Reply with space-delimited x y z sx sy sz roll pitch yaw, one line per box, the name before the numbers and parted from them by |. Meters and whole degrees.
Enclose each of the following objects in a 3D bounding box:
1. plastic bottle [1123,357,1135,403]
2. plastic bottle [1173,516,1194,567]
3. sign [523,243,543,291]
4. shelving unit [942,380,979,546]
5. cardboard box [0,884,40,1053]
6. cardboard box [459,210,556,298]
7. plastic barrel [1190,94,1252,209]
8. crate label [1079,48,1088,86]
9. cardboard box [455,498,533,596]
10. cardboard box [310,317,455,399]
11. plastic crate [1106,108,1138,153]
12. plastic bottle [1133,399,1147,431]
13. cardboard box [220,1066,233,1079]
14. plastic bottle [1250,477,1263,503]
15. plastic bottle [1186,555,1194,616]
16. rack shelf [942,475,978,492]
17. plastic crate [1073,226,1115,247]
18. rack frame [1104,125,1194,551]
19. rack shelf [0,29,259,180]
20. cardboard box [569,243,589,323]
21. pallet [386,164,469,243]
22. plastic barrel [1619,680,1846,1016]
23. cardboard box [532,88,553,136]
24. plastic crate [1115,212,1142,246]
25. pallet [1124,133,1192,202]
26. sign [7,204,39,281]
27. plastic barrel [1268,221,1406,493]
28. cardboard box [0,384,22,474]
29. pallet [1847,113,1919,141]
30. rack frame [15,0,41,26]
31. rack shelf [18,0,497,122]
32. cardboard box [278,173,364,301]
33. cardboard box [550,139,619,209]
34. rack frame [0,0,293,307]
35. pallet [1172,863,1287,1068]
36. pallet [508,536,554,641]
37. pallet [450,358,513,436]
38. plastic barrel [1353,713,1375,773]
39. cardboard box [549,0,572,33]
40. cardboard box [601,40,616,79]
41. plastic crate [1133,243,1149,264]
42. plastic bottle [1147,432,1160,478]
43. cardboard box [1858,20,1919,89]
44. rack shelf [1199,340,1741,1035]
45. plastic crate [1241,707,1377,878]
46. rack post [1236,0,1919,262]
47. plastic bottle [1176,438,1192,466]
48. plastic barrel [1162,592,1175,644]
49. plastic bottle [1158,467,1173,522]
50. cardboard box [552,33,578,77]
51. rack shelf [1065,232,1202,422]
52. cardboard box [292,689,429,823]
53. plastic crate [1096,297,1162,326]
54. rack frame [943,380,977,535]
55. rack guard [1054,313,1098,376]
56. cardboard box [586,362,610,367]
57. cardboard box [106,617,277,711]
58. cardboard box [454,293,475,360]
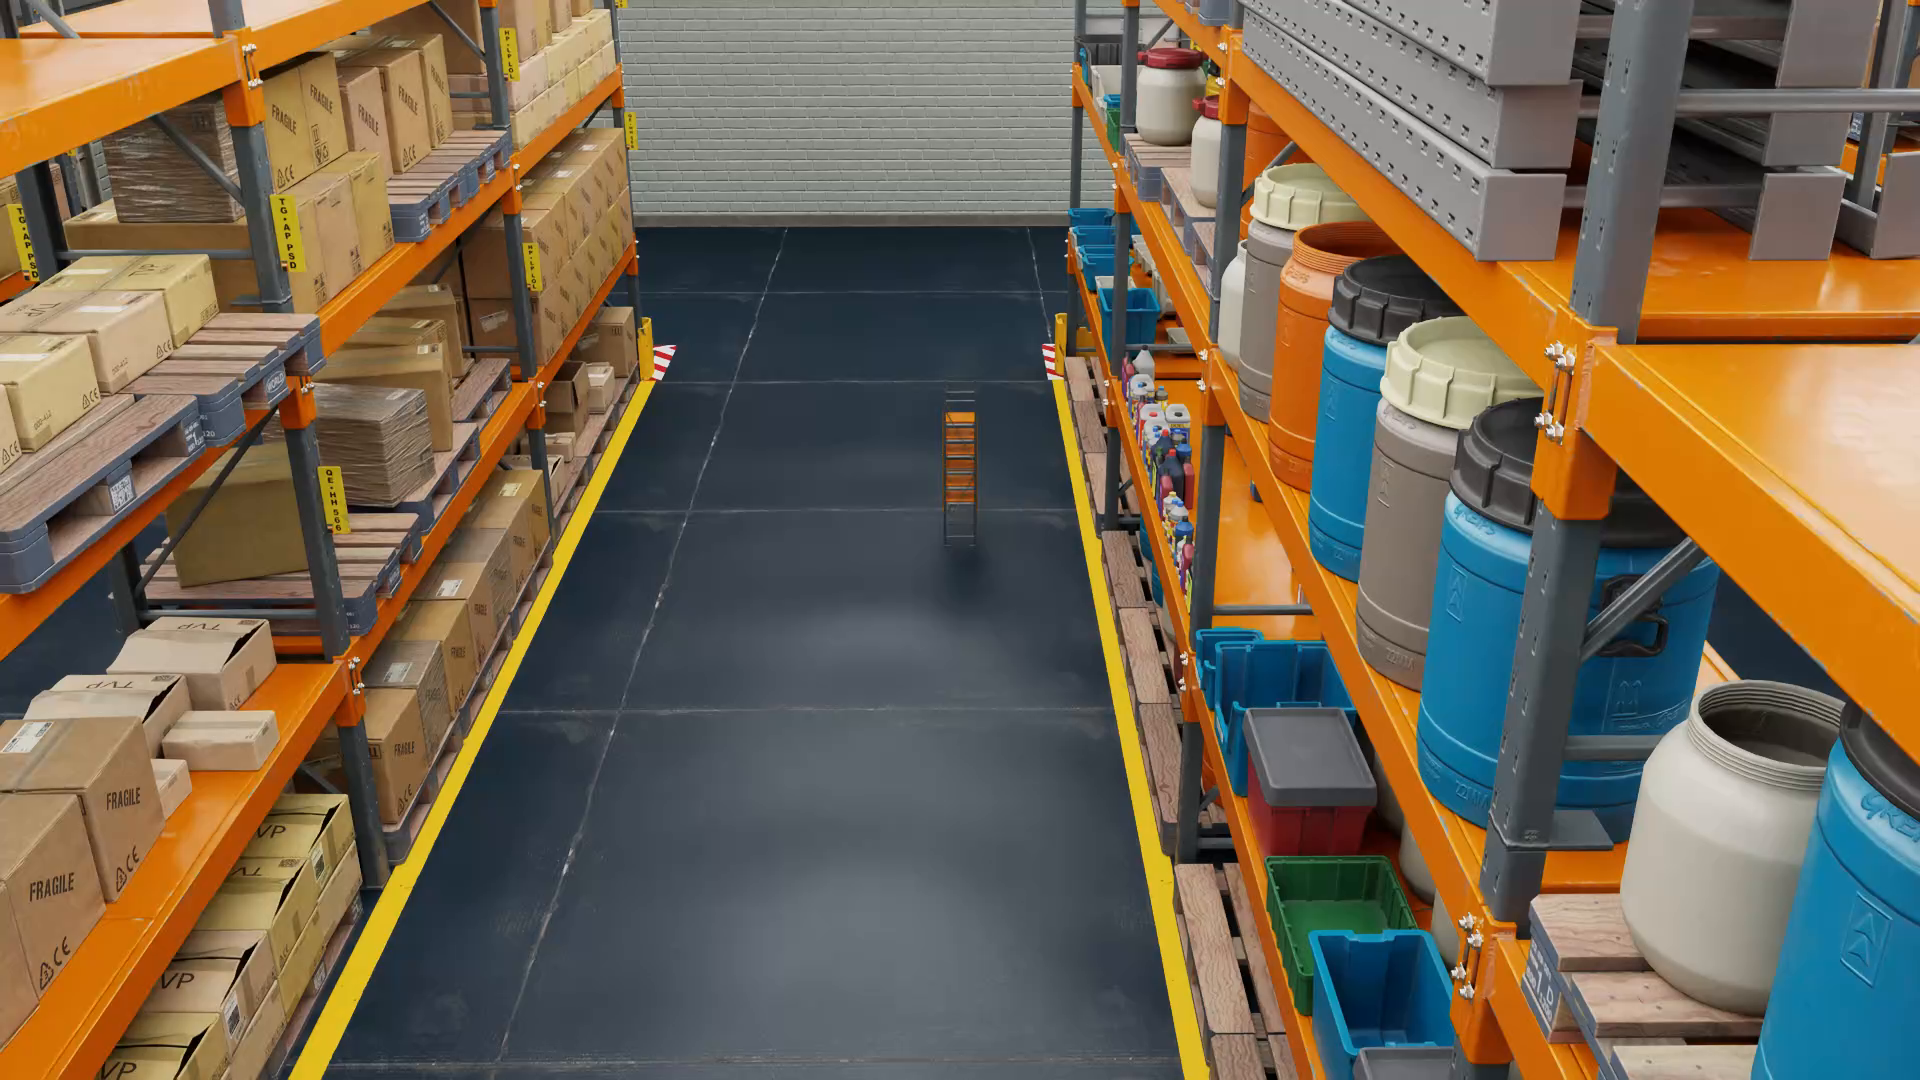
plastic bottle | 1.118 -1.054 10.965 0.061 0.283 0.133 0 24 -1
plastic bottle | 1.164 0.004 8.641 0.097 0.271 0.097 0 24 0
sign | -2.859 -1.826 11.126 0.100 0.325 0.005 0 24 -1
shelving unit | 0.000 -0.541 11.873 0.258 1.200 0.189 0 24 -1
cardboard box | -3.325 1.423 5.226 0.500 0.500 0.500 1 24 3
cardboard box | -3.138 -1.991 11.561 0.500 0.500 0.500 0 24 1
plastic barrel | 1.413 -2.017 8.638 0.433 0.535 0.433 0 24 0
crate label | 1.182 -3.881 13.614 0.408 0.251 0.502 0 24 -1
cardboard box | -3.125 0.050 10.883 0.500 0.500 0.500 0 24 0
cardboard box | -3.562 -1.052 10.188 0.700 0.500 0.500 4 25 8
plastic crate | 1.232 -2.759 11.210 0.450 0.188 0.662 0 24 -1
plastic bottle | 1.142 -0.793 10.489 0.097 0.201 0.097 0 24 0
cardboard box | -3.101 2.263 6.318 0.500 0.250 0.500 0 24 0
plastic bottle | 1.738 -0.405 9.449 0.144 0.351 0.185 0 24 -1
plastic bottle | 1.152 0.222 8.145 0.061 0.283 0.133 0 24 -1
rack shelf | 0.000 -0.391 11.941 0.258 0.103 0.180 0 24 -1
plastic crate | 1.176 -2.540 14.240 0.416 0.233 0.300 0 24 -1
rack frame | 1.539 -1.315 11.401 1.000 3.000 0.127 0 24 -1
rack shelf | -3.349 -1.045 4.883 1.077 0.370 4.000 0 24 -1
cardboard box | -3.159 -1.968 12.724 0.500 0.500 0.500 0 24 -1
pallet | -3.463 -1.879 9.236 1.213 0.211 1.003 0 24 -1
plastic barrel | 1.435 0.551 2.990 0.421 0.512 0.421 0 24 0
cardboard box | -3.173 -3.000 11.669 0.500 0.250 0.500 0 24 -1
plastic crate | 1.686 -2.870 14.723 0.616 0.435 0.499 0 24 -1
pallet | 1.645 -2.273 10.109 1.213 0.211 1.003 0 24 -1
sign | -3.913 -1.247 6.983 0.100 0.325 0.005 0 24 -1
plastic barrel | 1.382 -0.620 5.704 0.600 0.830 0.708 0 24 -1
cardboard box | -3.286 -0.276 5.135 0.500 0.250 0.500 -2 24 -5
pallet | 6.493 -3.001 11.596 1.003 0.211 1.213 0 24 -1
rack frame | -8.411 -5.652 13.711 1.000 3.000 0.127 0 24 -1
rack shelf | -3.392 -2.694 8.528 1.077 0.370 4.000 0 24 -1
cardboard box | -3.414 -1.448 7.934 0.910 0.500 0.500 0 24 -1
cardboard box | -3.172 -3.053 13.910 0.500 0.500 0.500 0 24 1
rack frame | -3.370 -2.380 6.475 1.000 3.000 0.127 0 24 -1
pallet | 1.552 1.923 7.625 1.003 0.211 1.213 0 24 -1
pallet | -3.367 0.311 11.189 1.003 0.211 1.213 0 24 -1
pallet | -3.515 -0.877 10.666 1.003 0.211 1.213 0 24 -1
plastic barrel | 1.807 0.705 6.799 0.421 0.512 0.421 0 24 0
cardboard box | -3.402 -4.187 12.776 0.700 0.500 0.500 0 24 -1
cardboard box | -3.189 -4.031 13.947 0.500 0.250 0.500 0 24 -1
plastic crate | 1.674 -2.416 14.082 0.396 0.136 0.243 0 24 -1
plastic bottle | 1.151 -0.499 9.753 0.097 0.271 0.097 0 24 0
cardboard box | 6.423 -3.309 11.417 0.700 0.500 0.500 -2 24 -4
rack shelf | 1.604 0.118 5.465 1.077 0.370 4.000 0 24 -1
plastic crate | 1.294 0.971 6.268 0.402 0.464 0.583 0 24 -1
rack post | 1.519 -1.654 4.628 1.013 1.000 3.121 0 24 -1
plastic bottle | 1.296 -0.459 9.665 0.097 0.271 0.097 0 24 0
plastic barrel | 1.452 0.376 10.171 0.421 0.512 0.421 0 24 0
plastic bottle | 1.139 -0.249 9.186 0.061 0.283 0.133 0 24 -1
cardboard box | -3.178 -3.640 12.477 0.500 0.250 0.500 0 24 -1
rack shelf | 1.517 -1.811 13.372 1.077 0.370 4.000 0 24 -1
cardboard box | -3.090 1.103 8.553 0.500 0.500 0.500 1 24 2
plastic crate | 1.258 -1.677 12.463 0.437 0.125 0.590 0 24 -1
rack frame | -0.001 -0.578 11.956 0.240 1.200 0.006 0 24 -1
rack guard | 1.482 -1.834 15.582 1.175 0.500 0.348 0 24 -1
cardboard box | -3.291 -1.462 14.630 0.380 0.166 0.250 0 24 -1
cardboard box | -3.410 0.545 7.397 0.500 0.311 0.500 1 24 3
cardboard box | -3.676 -1.545 11.788 0.500 0.500 0.500 0 24 0
